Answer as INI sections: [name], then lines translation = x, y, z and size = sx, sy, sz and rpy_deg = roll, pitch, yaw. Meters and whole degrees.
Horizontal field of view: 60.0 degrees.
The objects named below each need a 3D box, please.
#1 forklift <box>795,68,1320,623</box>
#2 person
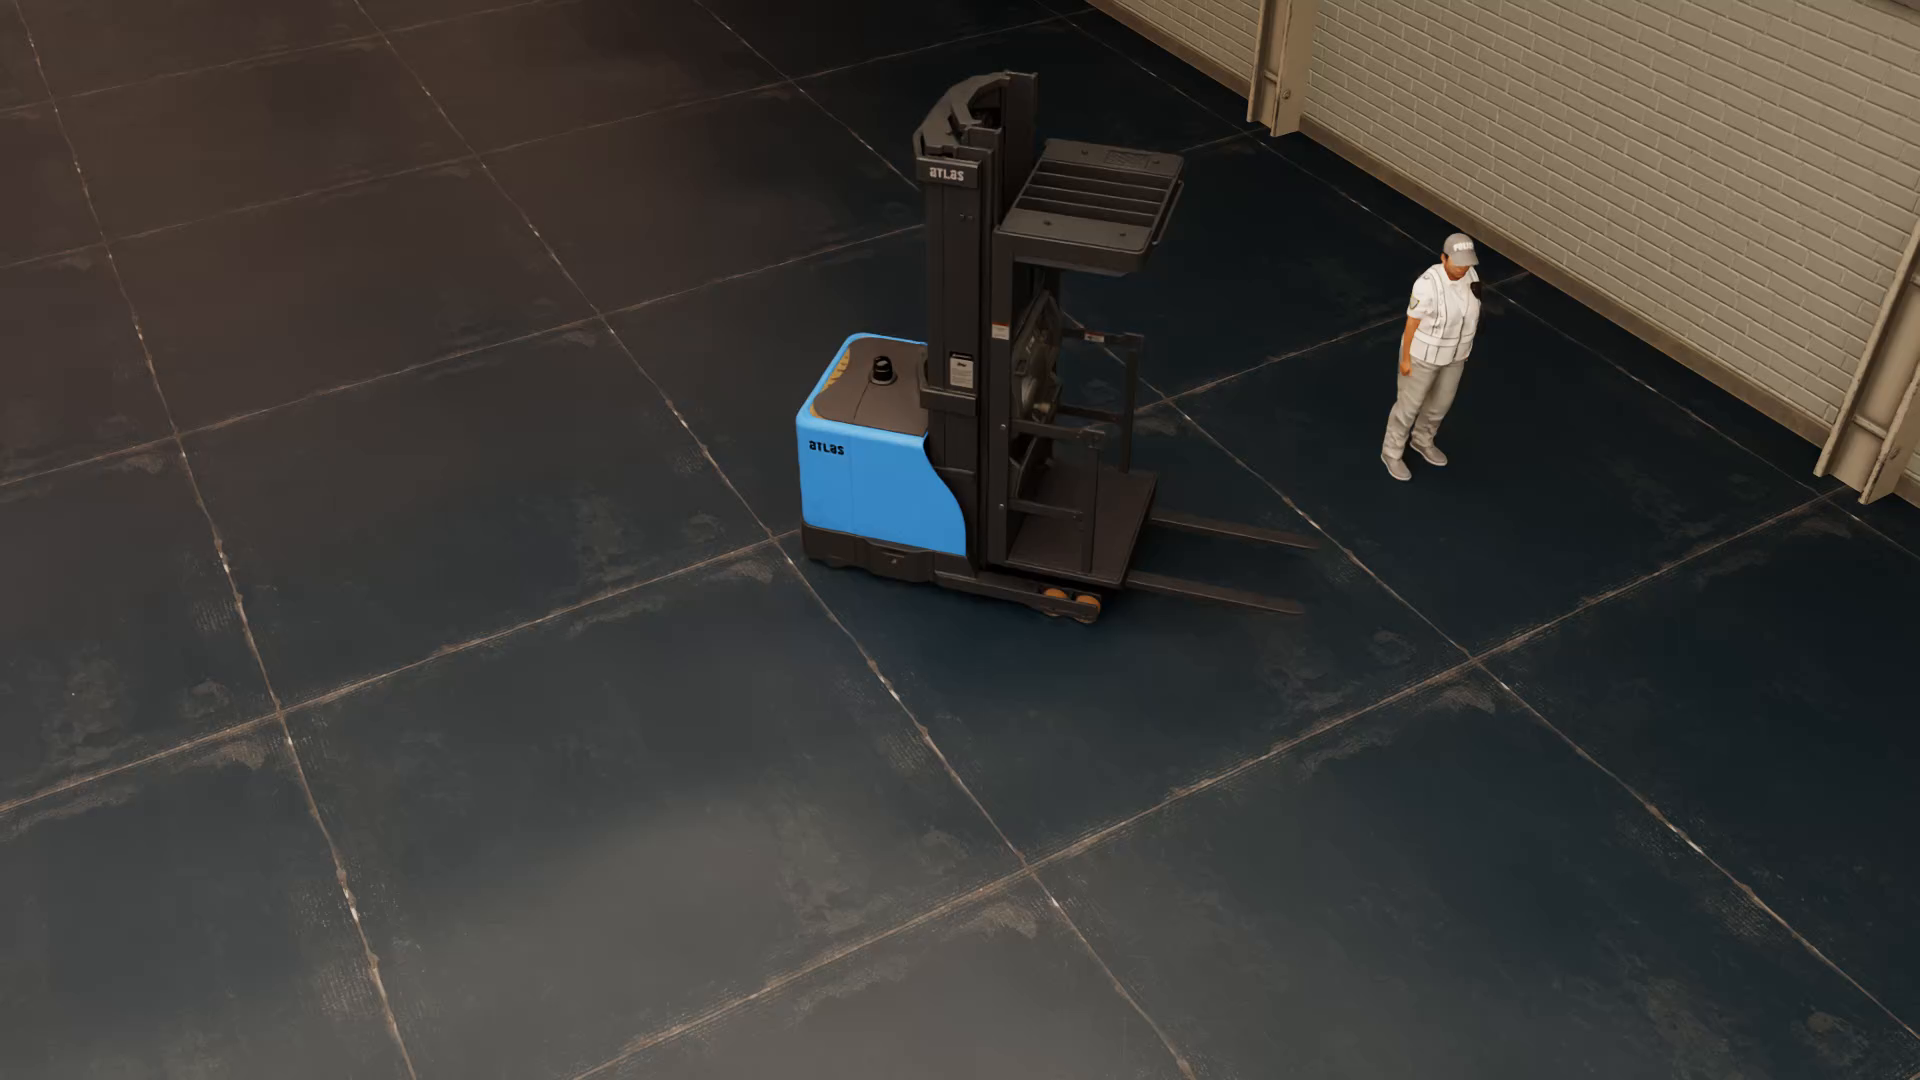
[forklift]
translation = 0.614, -1.022, 9.268
size = 3.031, 2.935, 1.130
rpy_deg = 11, 41, 13
[person]
translation = 2.987, -1.171, 10.444
size = 0.492, 1.668, 0.389
rpy_deg = -17, 43, -19
